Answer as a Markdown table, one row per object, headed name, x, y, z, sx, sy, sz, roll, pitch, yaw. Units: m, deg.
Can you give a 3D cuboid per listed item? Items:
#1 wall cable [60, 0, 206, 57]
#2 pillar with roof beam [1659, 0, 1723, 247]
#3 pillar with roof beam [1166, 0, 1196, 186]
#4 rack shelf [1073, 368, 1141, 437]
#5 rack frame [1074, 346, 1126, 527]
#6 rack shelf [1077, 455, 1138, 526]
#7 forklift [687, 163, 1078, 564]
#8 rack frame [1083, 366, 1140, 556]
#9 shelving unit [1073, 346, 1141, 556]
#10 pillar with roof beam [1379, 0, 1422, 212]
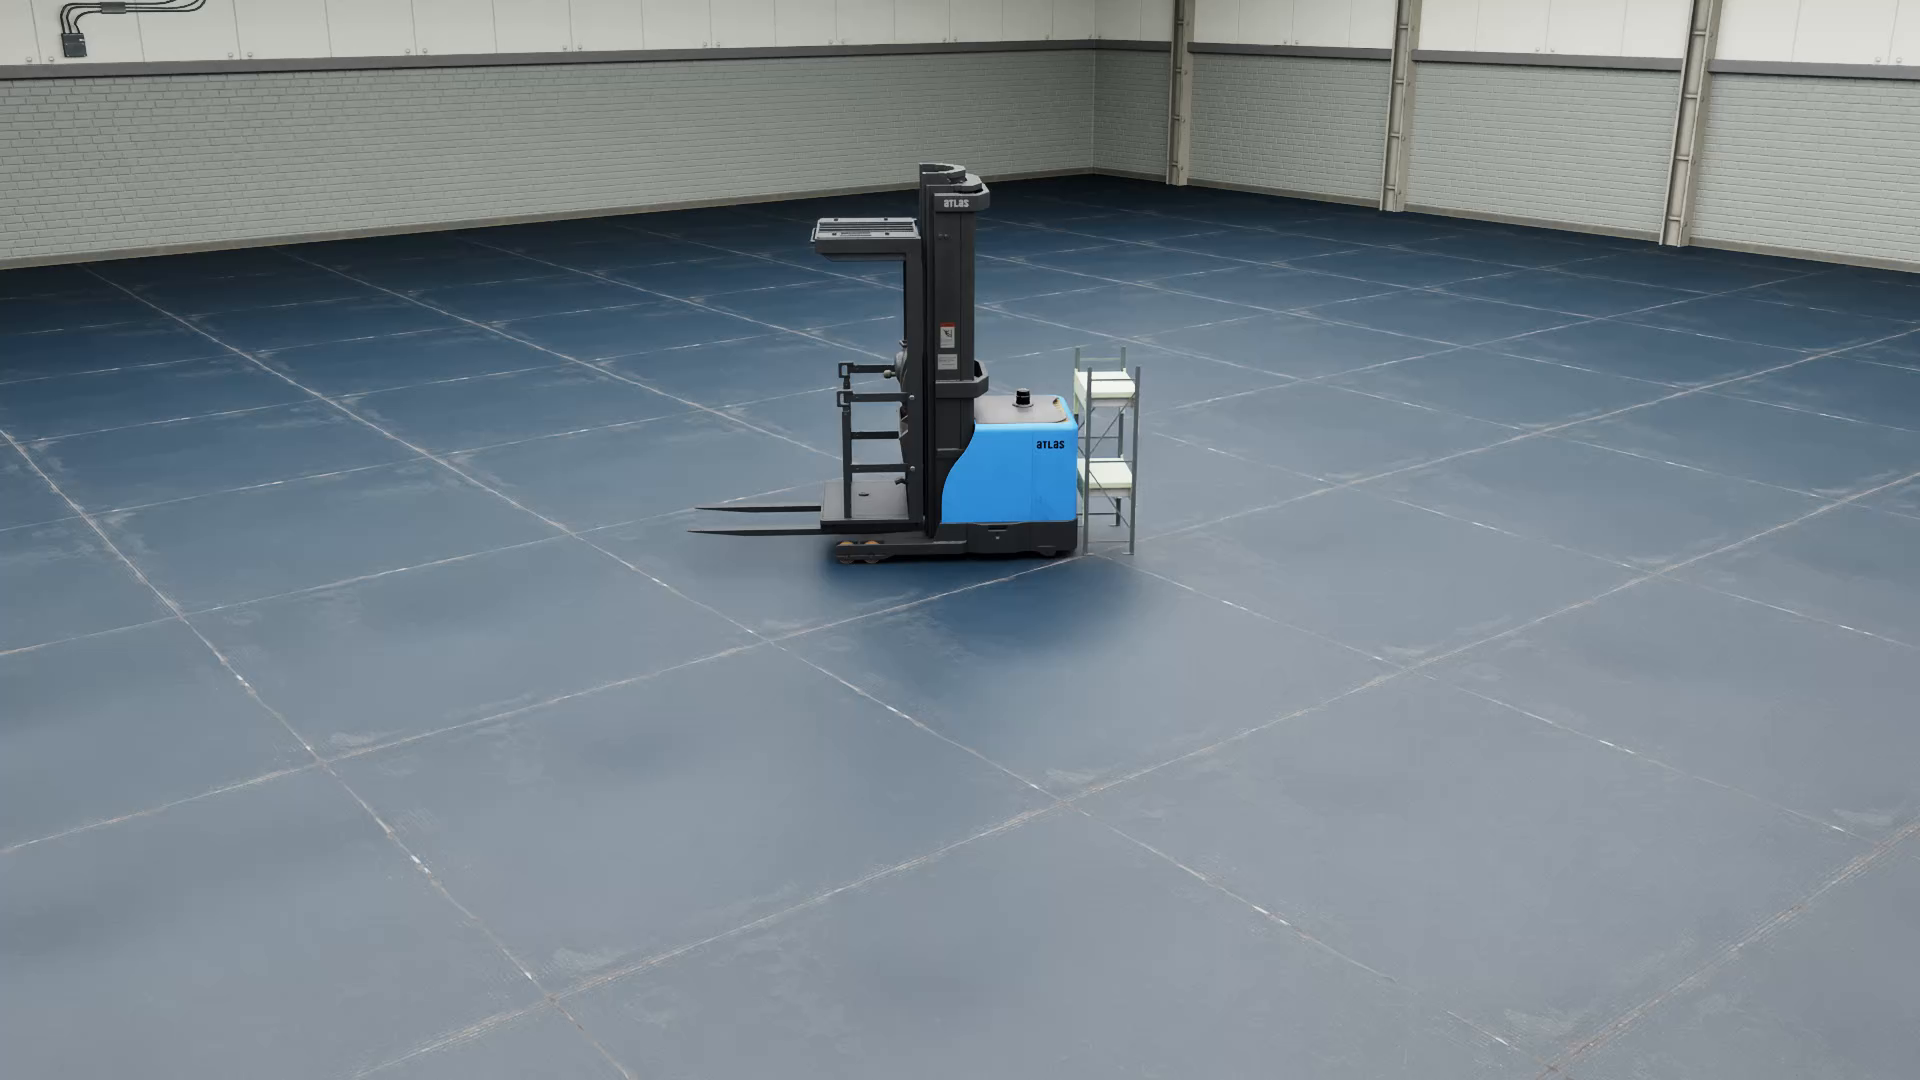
| name | x | y | z | sx | sy | sz | roll | pitch | yaw |
| --- | --- | --- | --- | --- | --- | --- | --- | --- | --- |
| wall cable | -13.111 | -10.646 | 25.788 | 2.305 | 6.003 | 0.169 | -14 | 23 | -36 |
| pillar with roof beam | 8.999 | -8.550 | 24.867 | 9.100 | 9.000 | 0.400 | -14 | 23 | -36 |
| pillar with roof beam | 1.548 | -11.507 | 33.796 | 9.100 | 9.000 | 0.400 | -14 | 23 | -36 |
| rack shelf | 1.141 | -1.083 | 13.005 | 0.431 | 0.370 | 0.720 | -1 | 18 | -3 |
| rack frame | 1.120 | -0.827 | 13.475 | 0.400 | 1.500 | 0.023 | -1 | 18 | -3 |
| rack shelf | 1.141 | -0.403 | 13.231 | 0.431 | 0.370 | 0.720 | -1 | 18 | -3 |
| forklift | -0.622 | -1.380 | 12.869 | 3.031 | 2.935 | 1.130 | -1 | 18 | -3 |
| rack frame | 1.161 | -0.598 | 12.781 | 0.400 | 1.500 | 0.023 | -1 | 18 | -3 |
| shelving unit | 1.141 | -0.712 | 13.128 | 0.431 | 1.500 | 0.755 | -1 | 18 | -3 |
| pillar with roof beam | 5.274 | -10.028 | 29.332 | 9.100 | 9.000 | 0.400 | -14 | 23 | -36 |
